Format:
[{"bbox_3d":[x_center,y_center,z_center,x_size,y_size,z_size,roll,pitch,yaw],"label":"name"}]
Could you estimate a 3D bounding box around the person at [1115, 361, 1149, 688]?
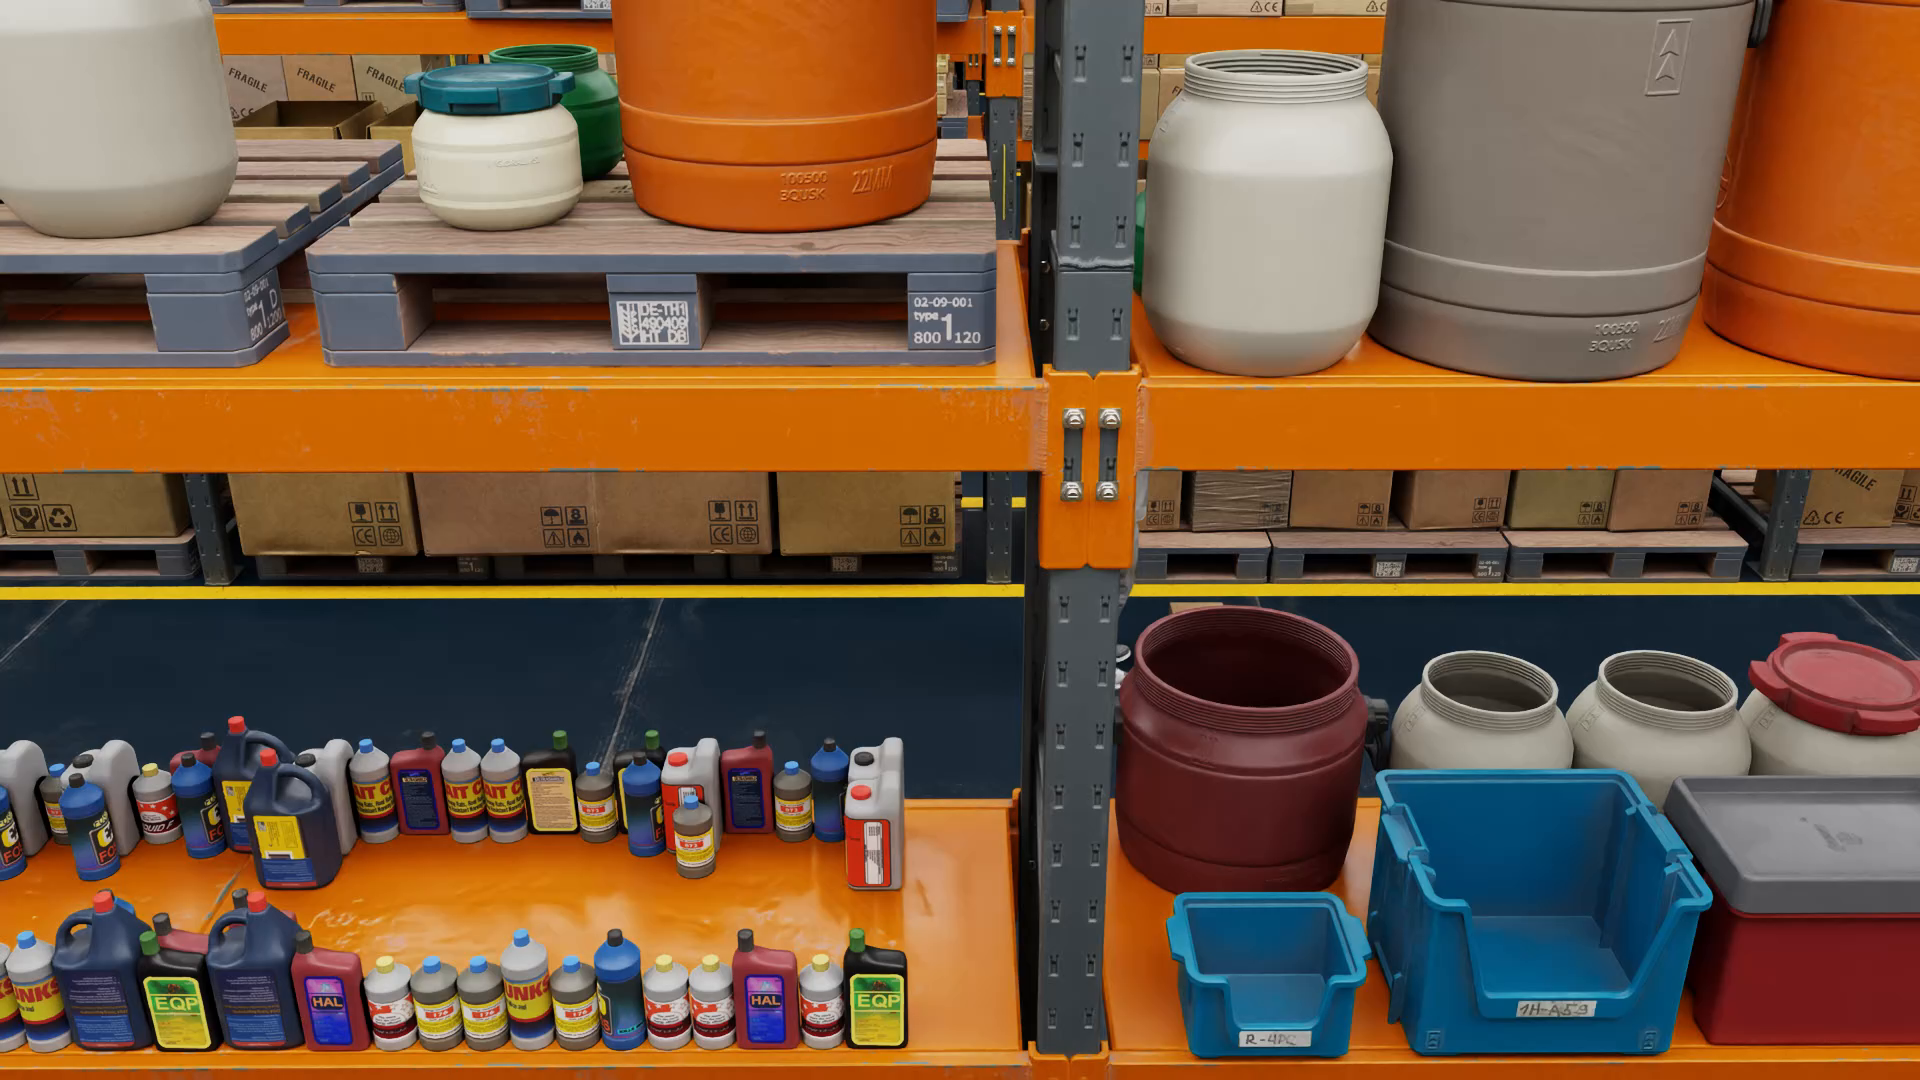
[{"bbox_3d":[0.672,-0.119,7.404,0.310,1.609,0.407,-4,25,-9],"label":"person"}]
